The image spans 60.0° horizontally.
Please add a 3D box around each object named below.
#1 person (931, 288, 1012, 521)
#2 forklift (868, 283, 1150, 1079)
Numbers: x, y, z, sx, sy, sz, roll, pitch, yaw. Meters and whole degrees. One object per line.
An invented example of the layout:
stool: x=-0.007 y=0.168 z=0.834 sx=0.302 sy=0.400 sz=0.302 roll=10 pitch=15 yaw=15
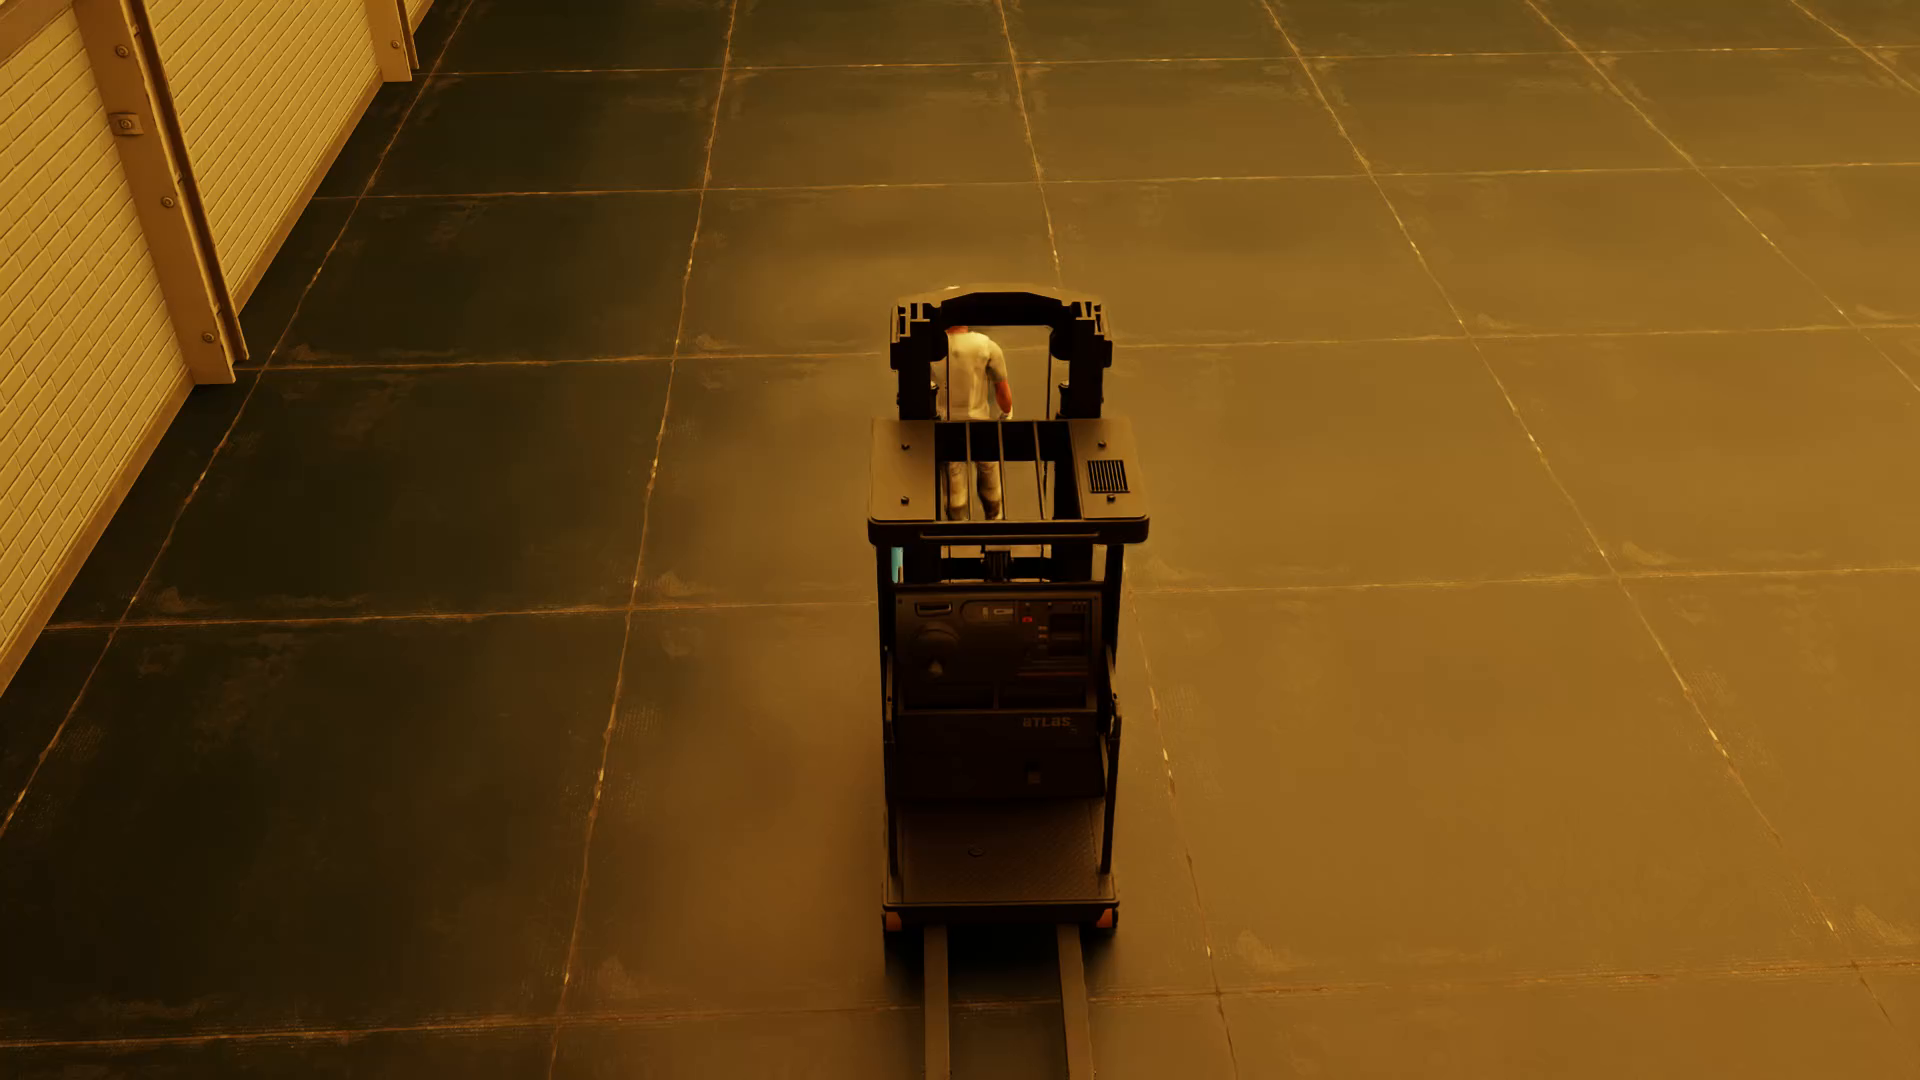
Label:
person: x=-0.016 y=-0.787 z=10.080 sx=0.666 sy=1.777 sz=0.566 roll=1 pitch=36 yaw=1
forklift: x=0.180 y=0.492 z=7.336 sx=1.130 sy=2.935 sz=3.031 roll=-1 pitch=36 yaw=-1
